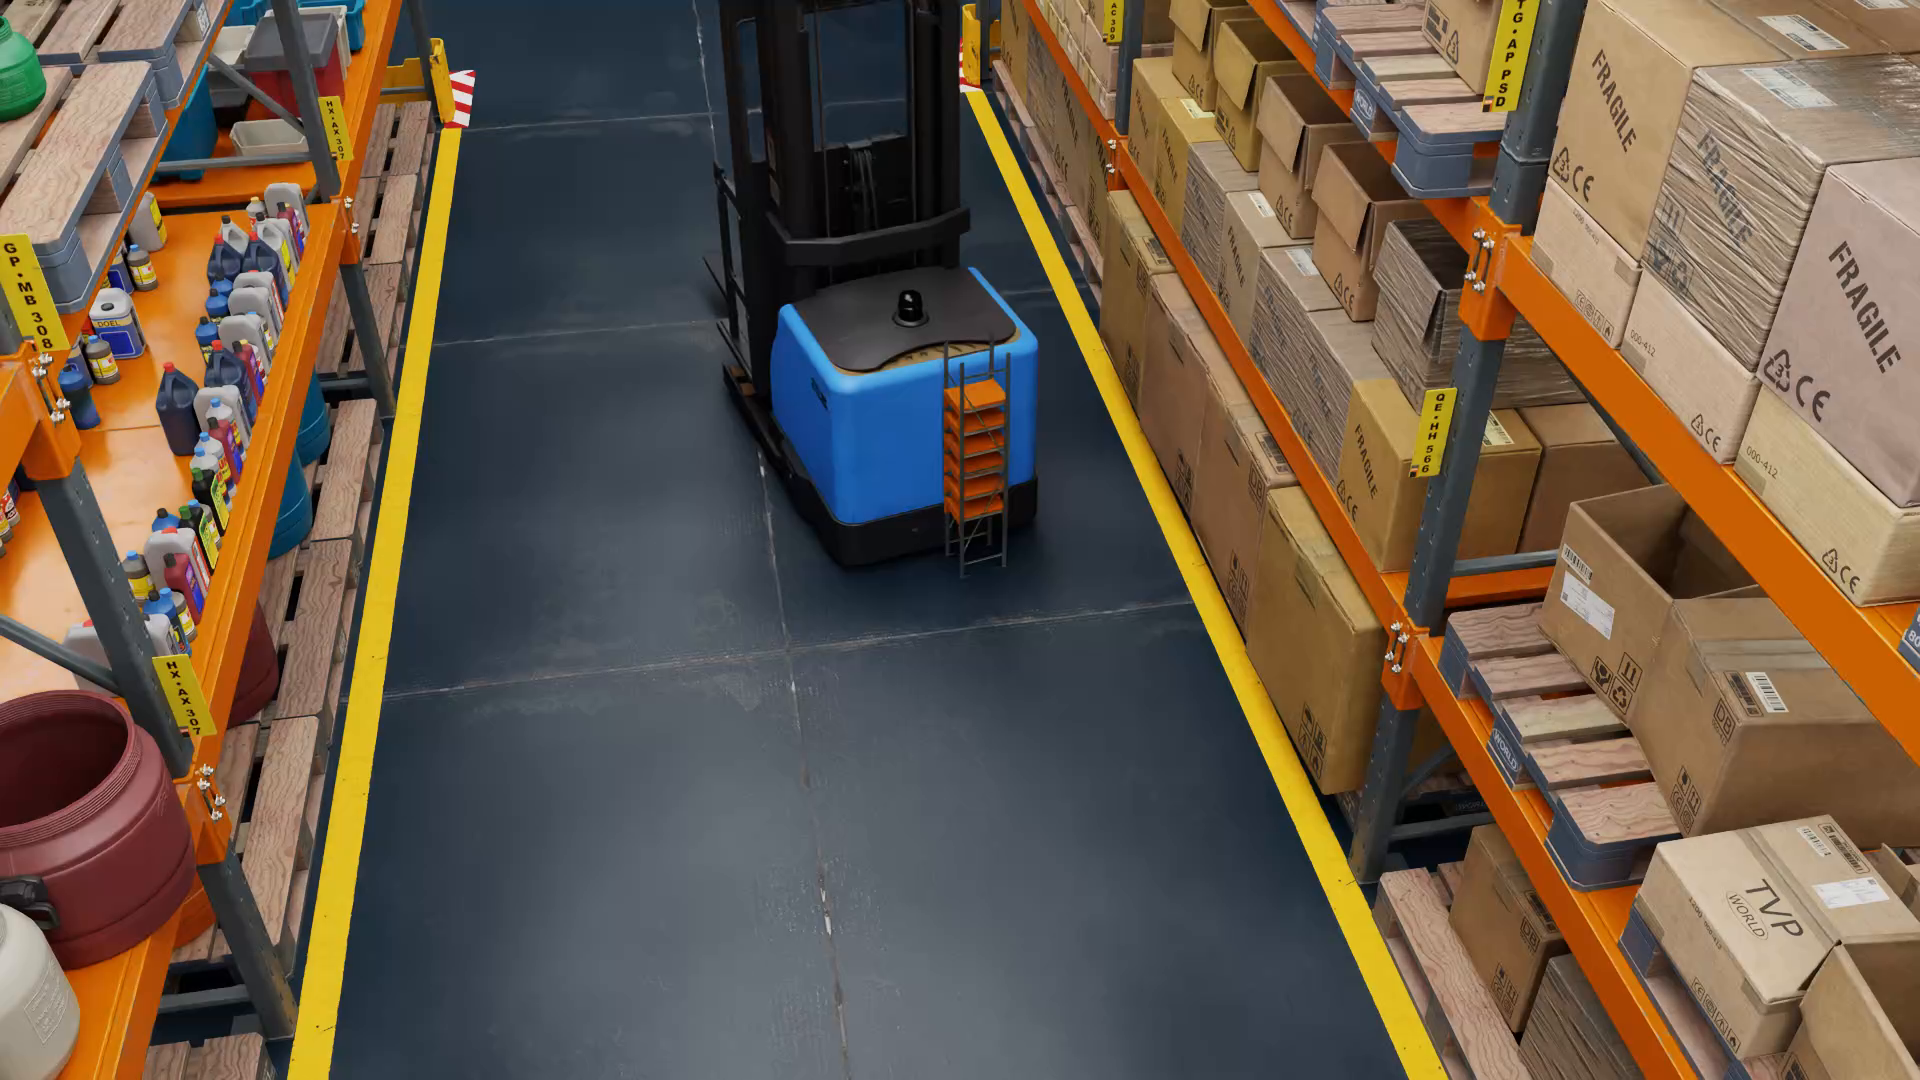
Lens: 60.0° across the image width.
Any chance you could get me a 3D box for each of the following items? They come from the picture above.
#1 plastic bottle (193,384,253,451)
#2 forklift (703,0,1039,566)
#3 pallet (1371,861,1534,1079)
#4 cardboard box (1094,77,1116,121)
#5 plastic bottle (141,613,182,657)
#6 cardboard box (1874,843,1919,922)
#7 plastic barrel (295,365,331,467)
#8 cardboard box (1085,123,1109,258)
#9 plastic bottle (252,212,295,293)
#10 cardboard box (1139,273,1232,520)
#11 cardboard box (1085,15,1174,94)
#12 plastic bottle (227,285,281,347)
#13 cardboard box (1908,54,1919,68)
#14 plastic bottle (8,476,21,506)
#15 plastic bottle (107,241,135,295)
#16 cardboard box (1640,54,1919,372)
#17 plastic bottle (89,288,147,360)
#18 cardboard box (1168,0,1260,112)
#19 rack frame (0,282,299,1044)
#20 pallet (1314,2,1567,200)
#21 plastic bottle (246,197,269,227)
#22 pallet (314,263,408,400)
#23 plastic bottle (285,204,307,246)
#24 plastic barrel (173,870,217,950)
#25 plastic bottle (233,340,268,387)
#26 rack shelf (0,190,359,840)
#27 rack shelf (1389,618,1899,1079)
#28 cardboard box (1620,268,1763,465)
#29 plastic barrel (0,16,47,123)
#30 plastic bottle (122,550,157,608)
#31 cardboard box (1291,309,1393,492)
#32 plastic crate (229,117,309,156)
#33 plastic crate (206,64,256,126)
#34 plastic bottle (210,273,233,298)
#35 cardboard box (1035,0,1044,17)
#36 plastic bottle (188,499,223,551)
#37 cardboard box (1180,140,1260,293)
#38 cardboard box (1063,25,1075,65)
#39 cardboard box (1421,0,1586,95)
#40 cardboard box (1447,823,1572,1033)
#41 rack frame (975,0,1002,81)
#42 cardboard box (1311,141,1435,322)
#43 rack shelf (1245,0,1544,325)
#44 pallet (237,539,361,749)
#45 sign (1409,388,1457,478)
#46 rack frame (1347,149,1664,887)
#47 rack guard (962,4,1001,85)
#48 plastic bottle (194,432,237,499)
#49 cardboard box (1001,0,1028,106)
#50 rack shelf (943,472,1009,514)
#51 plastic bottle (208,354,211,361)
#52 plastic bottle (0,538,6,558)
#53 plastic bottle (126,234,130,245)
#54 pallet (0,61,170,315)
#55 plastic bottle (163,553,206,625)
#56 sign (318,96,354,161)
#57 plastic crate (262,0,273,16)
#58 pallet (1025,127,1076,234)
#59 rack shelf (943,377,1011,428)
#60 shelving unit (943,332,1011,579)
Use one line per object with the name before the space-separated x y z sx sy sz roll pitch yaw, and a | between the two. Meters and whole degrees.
plastic bottle | -2.856 -0.488 6.435 0.152 0.276 0.135 -6 38 -8
forklift | -0.655 -1.939 8.257 1.130 2.935 3.031 -14 40 -18
pallet | 2.156 1.637 5.871 1.003 0.211 1.213 -6 38 -8
cardboard box | 0.944 -2.402 9.001 0.380 0.149 0.250 -6 38 -8
plastic bottle | -2.613 0.349 5.356 0.152 0.276 0.135 -6 38 -8
cardboard box | 2.579 0.929 4.276 0.396 0.266 0.258 -7 38 -9
plastic barrel | -3.478 -0.826 8.137 0.600 0.901 0.708 -6 38 -8
cardboard box | 1.283 -2.086 9.780 0.875 0.875 0.875 -6 38 -8
plastic bottle | -3.073 -1.280 7.393 0.144 0.351 0.185 -6 38 -8
cardboard box | 1.609 -0.755 8.066 1.225 0.875 0.875 -7 38 -10
cardboard box | 0.984 -2.649 8.994 0.500 0.250 0.500 -7 38 -9
plastic bottle | -2.993 -0.961 7.043 0.152 0.276 0.135 -6 38 -8
cardboard box | 2.451 -0.788 3.785 0.500 0.500 0.500 -6 38 -8
plastic bottle | -3.547 -0.246 6.117 0.061 0.283 0.133 -6 38 -8
plastic bottle | -3.787 -1.229 7.388 0.152 0.276 0.135 -6 38 -8
cardboard box | 1.935 -0.739 3.723 0.500 0.500 0.500 -6 38 -8
plastic bottle | -3.539 -0.907 6.974 0.152 0.276 0.135 -6 38 -8
cardboard box | 1.440 -2.403 7.899 0.797 0.503 0.637 -7 38 -9
rack frame | -2.855 0.597 4.937 1.000 3.000 0.127 -6 38 -8
pallet | 1.856 -1.429 5.254 1.213 0.211 1.003 -5 38 -6
plastic bottle | -3.289 -1.513 7.814 0.097 0.201 0.097 0 38 0
pallet | -3.724 -1.158 9.469 1.003 0.211 1.213 -6 38 -8
plastic bottle | -3.122 -1.471 7.760 0.097 0.201 0.097 0 38 0
plastic barrel | -2.958 0.994 5.852 0.600 0.830 0.708 -6 38 -8
plastic bottle | -2.905 -0.724 6.799 0.097 0.201 0.097 0 38 0
rack shelf | -3.206 -0.327 6.713 1.077 0.370 4.000 -6 38 -8
rack shelf | 2.371 1.556 4.289 1.077 0.370 4.000 -6 38 -8
cardboard box | 1.942 -0.440 3.949 0.500 0.250 0.500 -5 38 -7
plastic barrel | -2.815 -1.357 4.791 0.294 0.245 0.294 0 38 0
plastic bottle | -2.814 0.124 5.707 0.097 0.201 0.097 0 38 0
cardboard box | 1.609 -0.549 6.330 0.500 0.500 0.500 -7 38 -8
plastic crate | -3.498 -2.036 8.491 0.396 0.136 0.243 -6 38 -8
plastic crate | -4.017 -2.382 8.946 0.437 0.125 0.590 -6 38 -8
plastic bottle | -3.136 -1.015 7.117 0.097 0.271 0.097 0 38 0
cardboard box | 0.674 -3.332 10.199 0.380 0.149 0.250 -6 38 -7
plastic bottle | -2.711 -0.054 5.937 0.097 0.201 0.097 0 38 0
cardboard box | 1.330 -1.481 7.530 0.500 0.500 0.500 -7 38 -9
cardboard box | 0.808 -2.868 9.601 0.380 0.149 0.250 -6 38 -7
cardboard box | 1.843 -1.688 5.006 0.797 0.503 0.637 -4 38 -5
cardboard box | 2.158 1.280 5.737 0.700 0.500 0.500 -8 39 -10
rack frame | 0.618 -4.768 11.843 1.000 3.000 0.127 -6 38 -8
cardboard box | 1.797 -1.209 6.362 0.797 0.503 0.637 -5 38 -7
rack shelf | 1.670 -2.045 6.478 1.077 0.370 4.000 -6 38 -8
pallet | -3.245 0.491 7.346 1.003 0.211 1.213 -6 38 -8
sign | 1.475 -0.332 5.188 0.100 0.325 0.005 -6 38 -8
rack frame | 2.021 0.064 5.623 1.000 3.000 0.127 -6 38 -8
rack guard | 0.614 -3.796 12.628 1.175 0.500 0.348 -6 38 -8
plastic bottle | -2.768 -0.280 6.170 0.097 0.271 0.097 0 38 0
cardboard box | 0.809 -3.717 11.879 0.875 0.875 0.875 -6 38 -8
rack shelf | 0.075 -0.239 7.748 0.258 0.103 0.180 -14 40 -18
plastic bottle | -2.942 -0.665 6.665 0.097 0.271 0.097 0 38 0
plastic bottle | -3.474 -0.028 5.904 0.097 0.201 0.097 0 38 0
plastic bottle | -3.912 -1.506 7.739 0.061 0.283 0.133 -6 38 -8
pallet | -2.893 -0.986 4.683 1.003 0.211 1.213 -6 38 -8
plastic bottle | -2.626 0.143 5.616 0.061 0.283 0.133 -6 38 -8
sign | -3.015 -1.987 8.037 0.100 0.325 0.005 -6 38 -8
plastic crate | -4.308 -3.213 9.929 0.416 0.233 0.300 -6 38 -8
pallet | 1.046 -2.457 11.141 1.003 0.211 1.213 -6 38 -8
rack shelf | 0.075 -0.618 7.453 0.258 0.103 0.180 -14 40 -18
shelving unit | 0.075 -0.369 7.647 0.258 1.200 0.189 -14 40 -18
